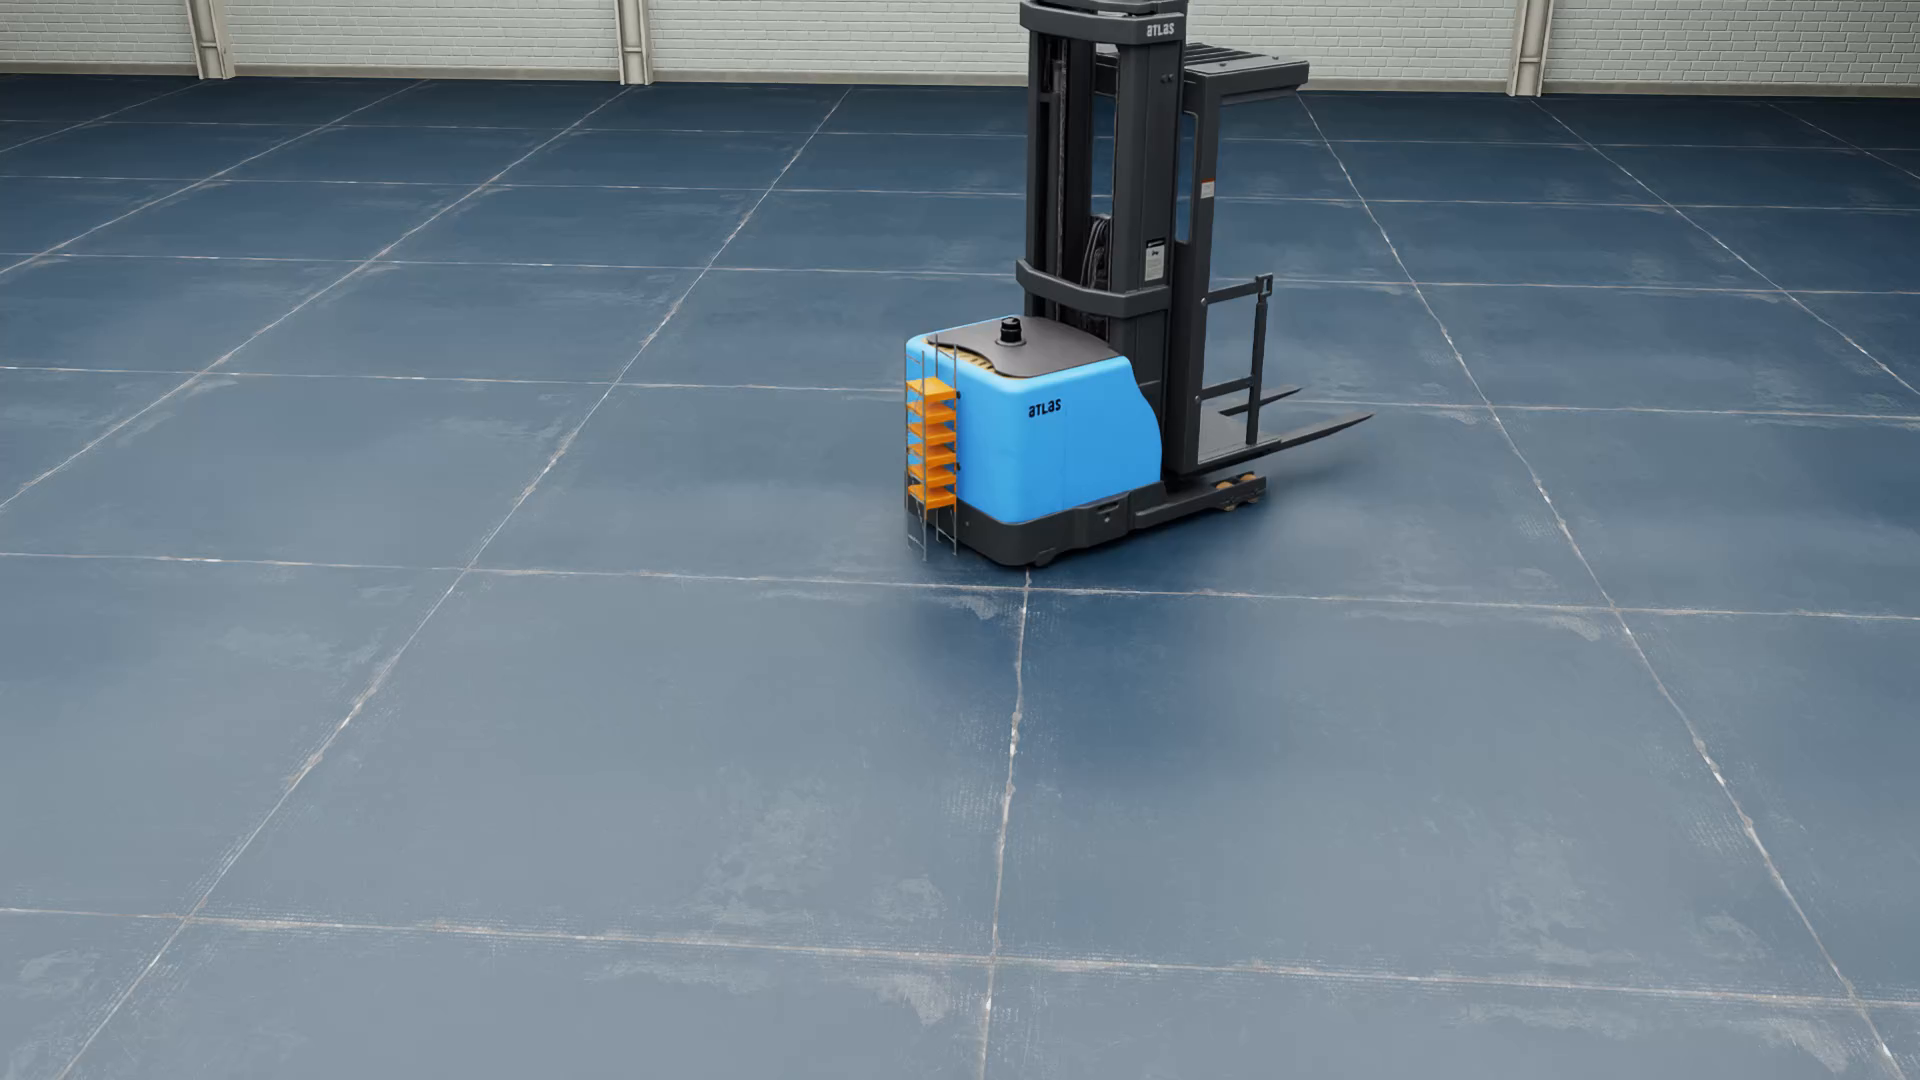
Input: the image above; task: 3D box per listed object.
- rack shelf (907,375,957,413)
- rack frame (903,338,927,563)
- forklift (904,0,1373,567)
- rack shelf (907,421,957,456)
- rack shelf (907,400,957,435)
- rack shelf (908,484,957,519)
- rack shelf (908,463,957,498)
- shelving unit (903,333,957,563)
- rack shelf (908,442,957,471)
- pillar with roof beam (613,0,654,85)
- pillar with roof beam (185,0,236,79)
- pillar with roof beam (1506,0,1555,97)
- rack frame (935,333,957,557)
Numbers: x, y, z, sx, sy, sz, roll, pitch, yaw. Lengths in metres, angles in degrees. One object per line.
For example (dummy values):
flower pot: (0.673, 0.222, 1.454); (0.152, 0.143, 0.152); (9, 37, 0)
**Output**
rack shelf: (-0.156, -0.767, 8.726); (0.180, 0.103, 0.258); (-12, 27, -25)
rack frame: (-0.238, -0.463, 8.820); (0.006, 1.200, 0.240); (-12, 27, -25)
forklift: (1.175, -1.661, 9.353); (3.031, 2.935, 1.130); (-17, 30, -32)
rack shelf: (-0.156, -0.549, 8.826); (0.180, 0.103, 0.258); (-12, 27, -25)
rack shelf: (-0.156, -0.658, 8.776); (0.180, 0.103, 0.258); (-12, 27, -25)
rack shelf: (-0.156, -0.222, 8.977); (0.180, 0.103, 0.258); (-12, 27, -25)
rack shelf: (-0.156, -0.331, 8.927); (0.180, 0.103, 0.258); (-12, 27, -25)
shelving unit: (-0.156, -0.480, 8.858); (0.189, 1.200, 0.258); (-12, 27, -25)
rack shelf: (-0.156, -0.440, 8.877); (0.180, 0.103, 0.258); (-12, 27, -25)
pillar with roof beam: (-4.791, -8.616, 17.210); (0.400, 9.000, 9.100); (2, 25, 4)
pillar with roof beam: (-10.774, -8.808, 17.627); (0.400, 9.000, 9.100); (2, 25, 4)
pillar with roof beam: (7.173, -8.232, 16.375); (0.400, 9.000, 9.100); (2, 25, 4)
rack frame: (-0.075, -0.498, 8.896); (0.006, 1.200, 0.240); (-12, 27, -25)
